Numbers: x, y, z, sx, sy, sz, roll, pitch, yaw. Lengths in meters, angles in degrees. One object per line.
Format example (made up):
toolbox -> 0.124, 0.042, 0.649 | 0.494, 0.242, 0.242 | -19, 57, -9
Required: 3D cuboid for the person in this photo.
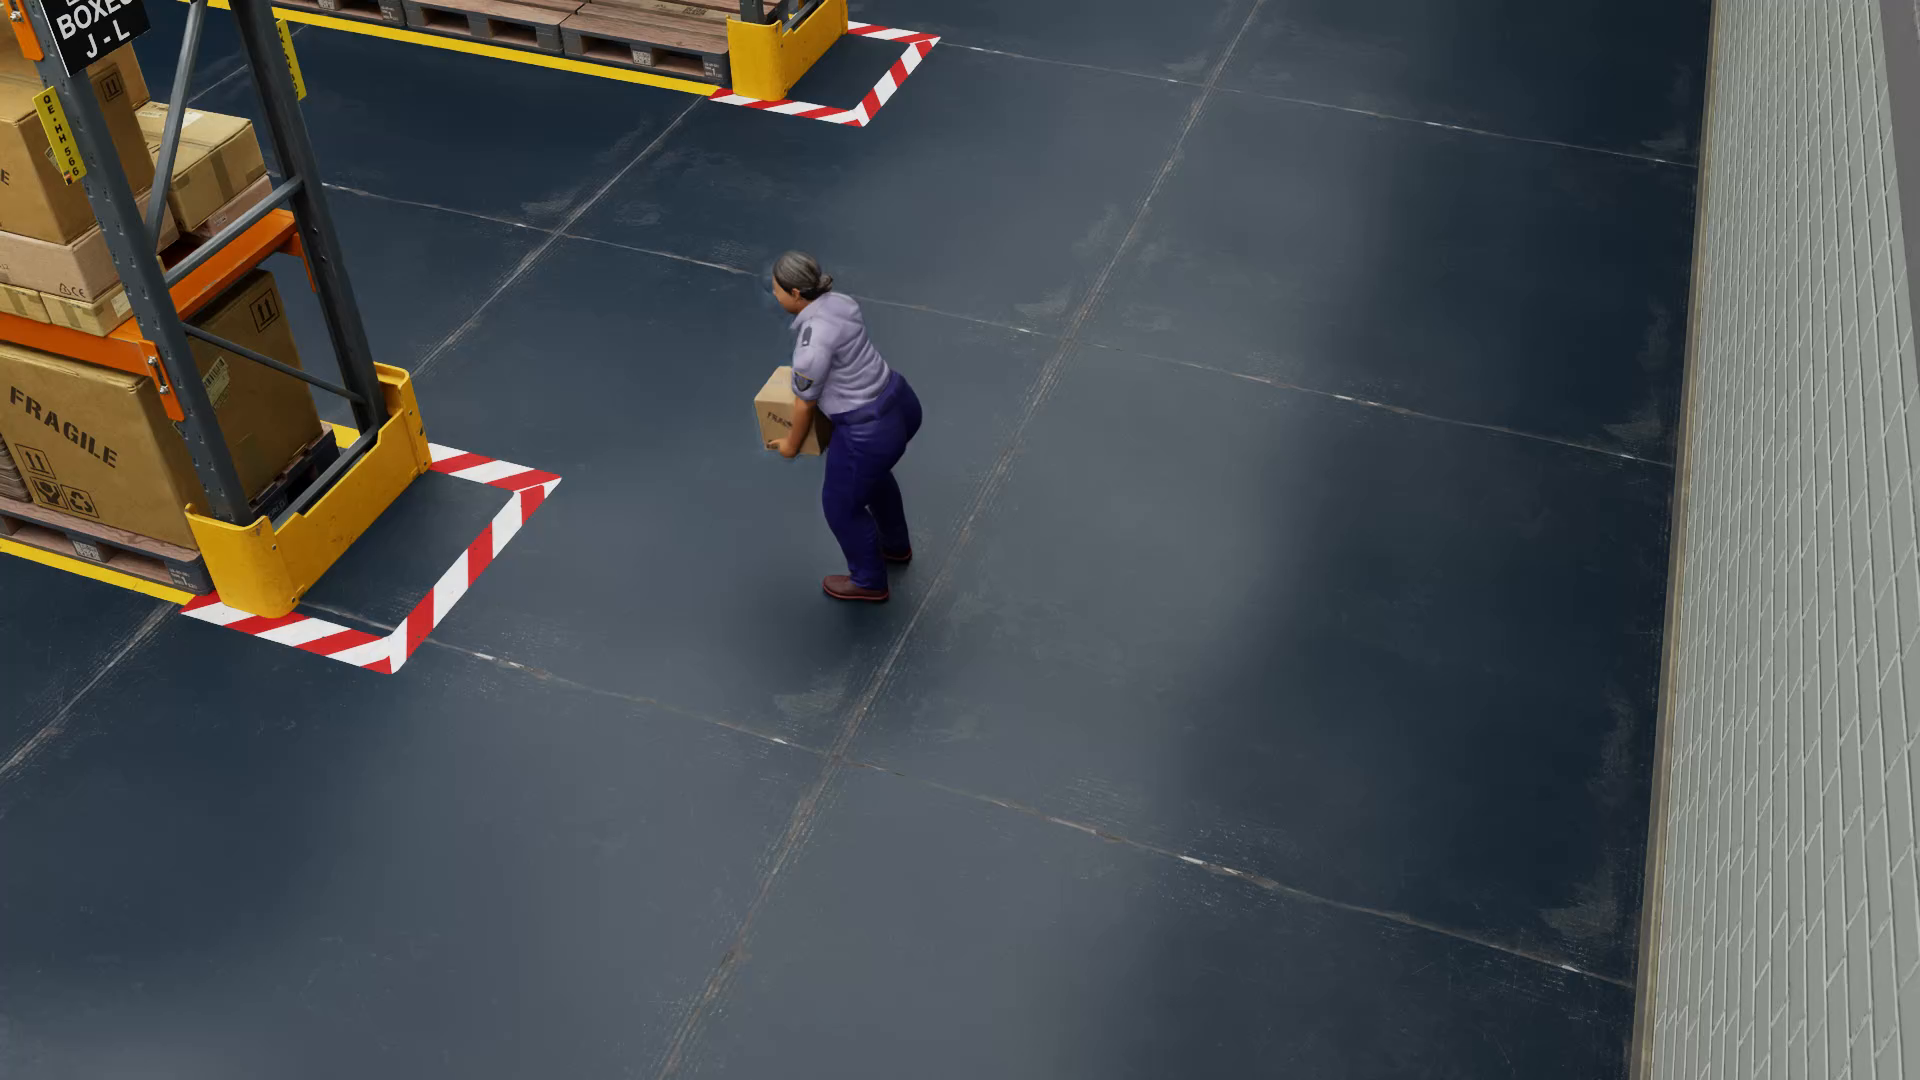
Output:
person -> -0.462, -0.459, 6.742 | 0.577, 1.582, 0.438 | 13, 43, 14
